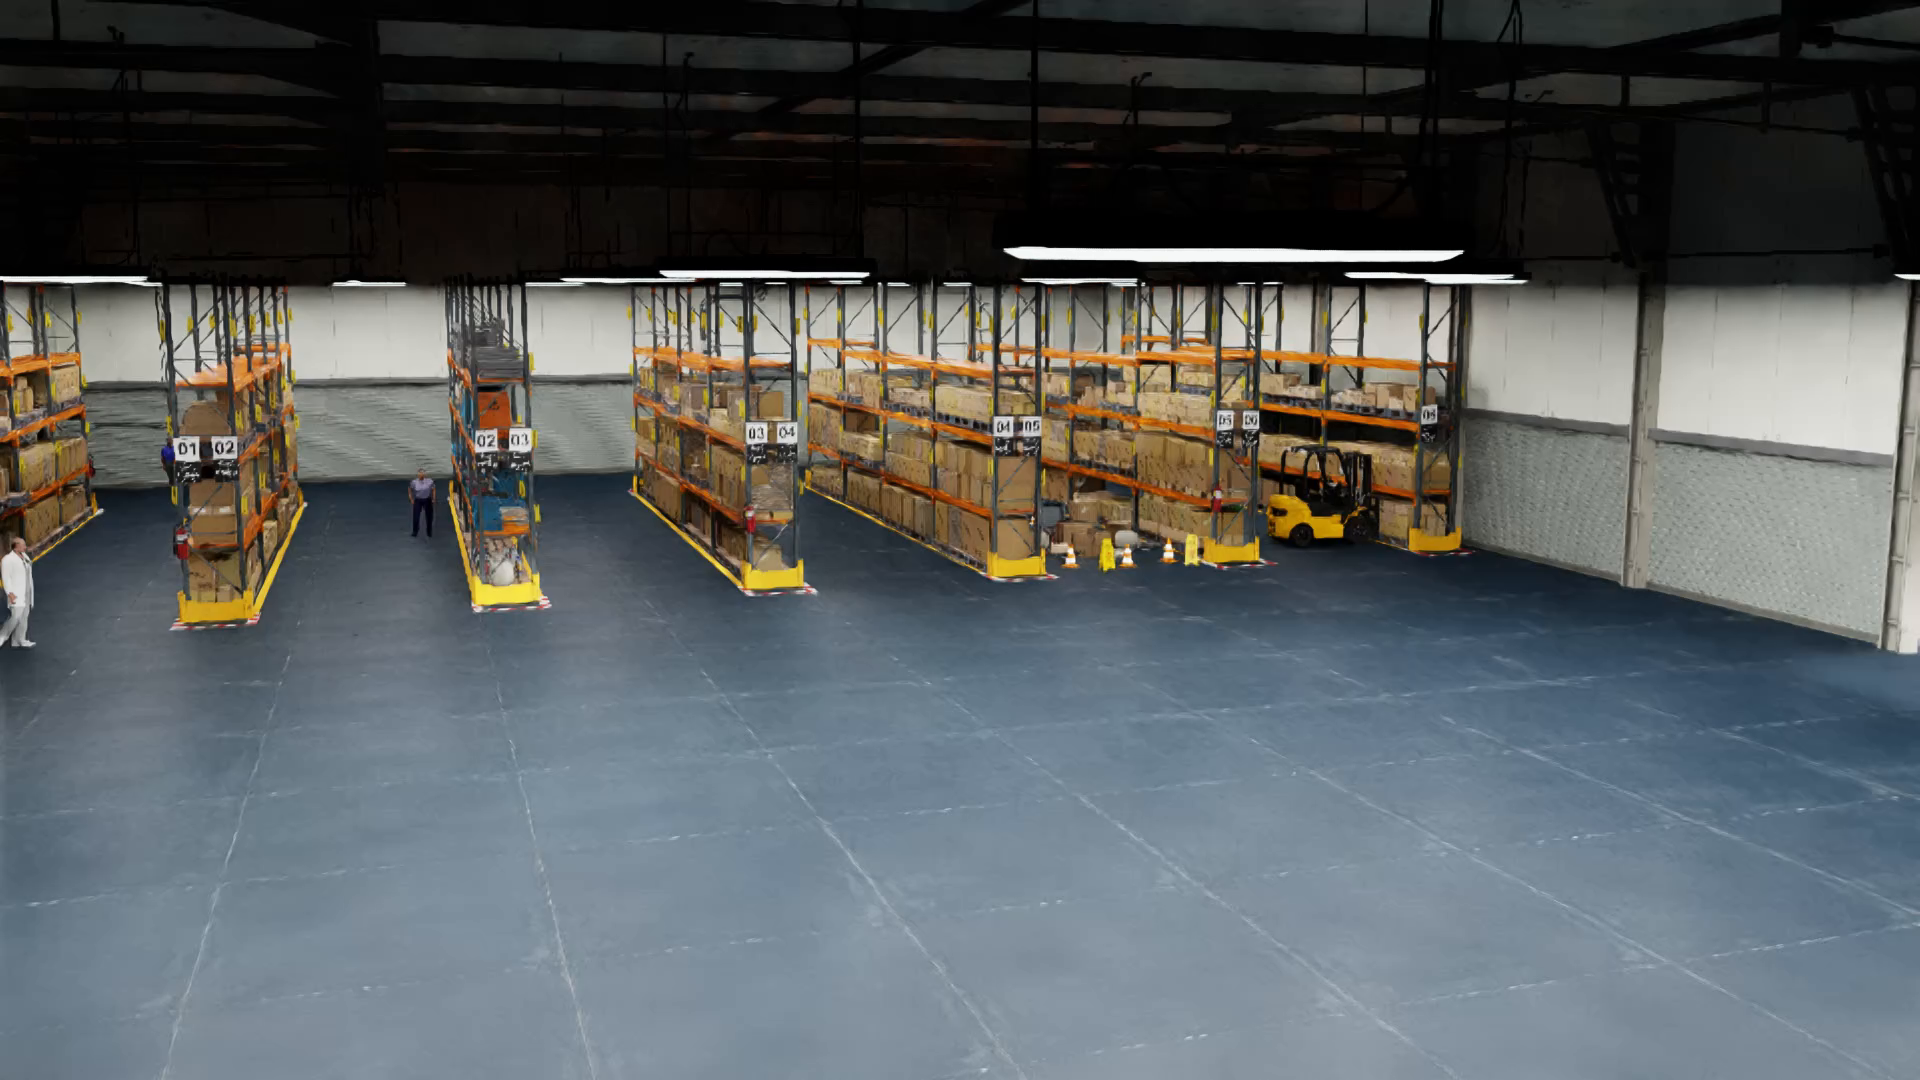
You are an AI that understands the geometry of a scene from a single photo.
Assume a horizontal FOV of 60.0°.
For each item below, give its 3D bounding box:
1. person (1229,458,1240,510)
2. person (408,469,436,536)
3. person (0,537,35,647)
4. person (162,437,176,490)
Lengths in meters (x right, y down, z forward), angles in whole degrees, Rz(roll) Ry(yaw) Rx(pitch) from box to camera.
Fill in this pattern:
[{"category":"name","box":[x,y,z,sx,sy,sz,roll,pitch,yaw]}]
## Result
[{"category":"person","box":[6.380,-1.047,38.978,0.577,1.785,0.655,2,9,13]},{"category":"person","box":[-12.494,-0.877,38.654,0.625,1.596,0.510,-3,9,-20]},{"category":"person","box":[-15.105,0.843,26.568,0.532,1.770,0.759,2,9,10]},{"category":"person","box":[-22.199,-2.115,46.782,0.447,1.560,1.088,-2,9,-16]}]
